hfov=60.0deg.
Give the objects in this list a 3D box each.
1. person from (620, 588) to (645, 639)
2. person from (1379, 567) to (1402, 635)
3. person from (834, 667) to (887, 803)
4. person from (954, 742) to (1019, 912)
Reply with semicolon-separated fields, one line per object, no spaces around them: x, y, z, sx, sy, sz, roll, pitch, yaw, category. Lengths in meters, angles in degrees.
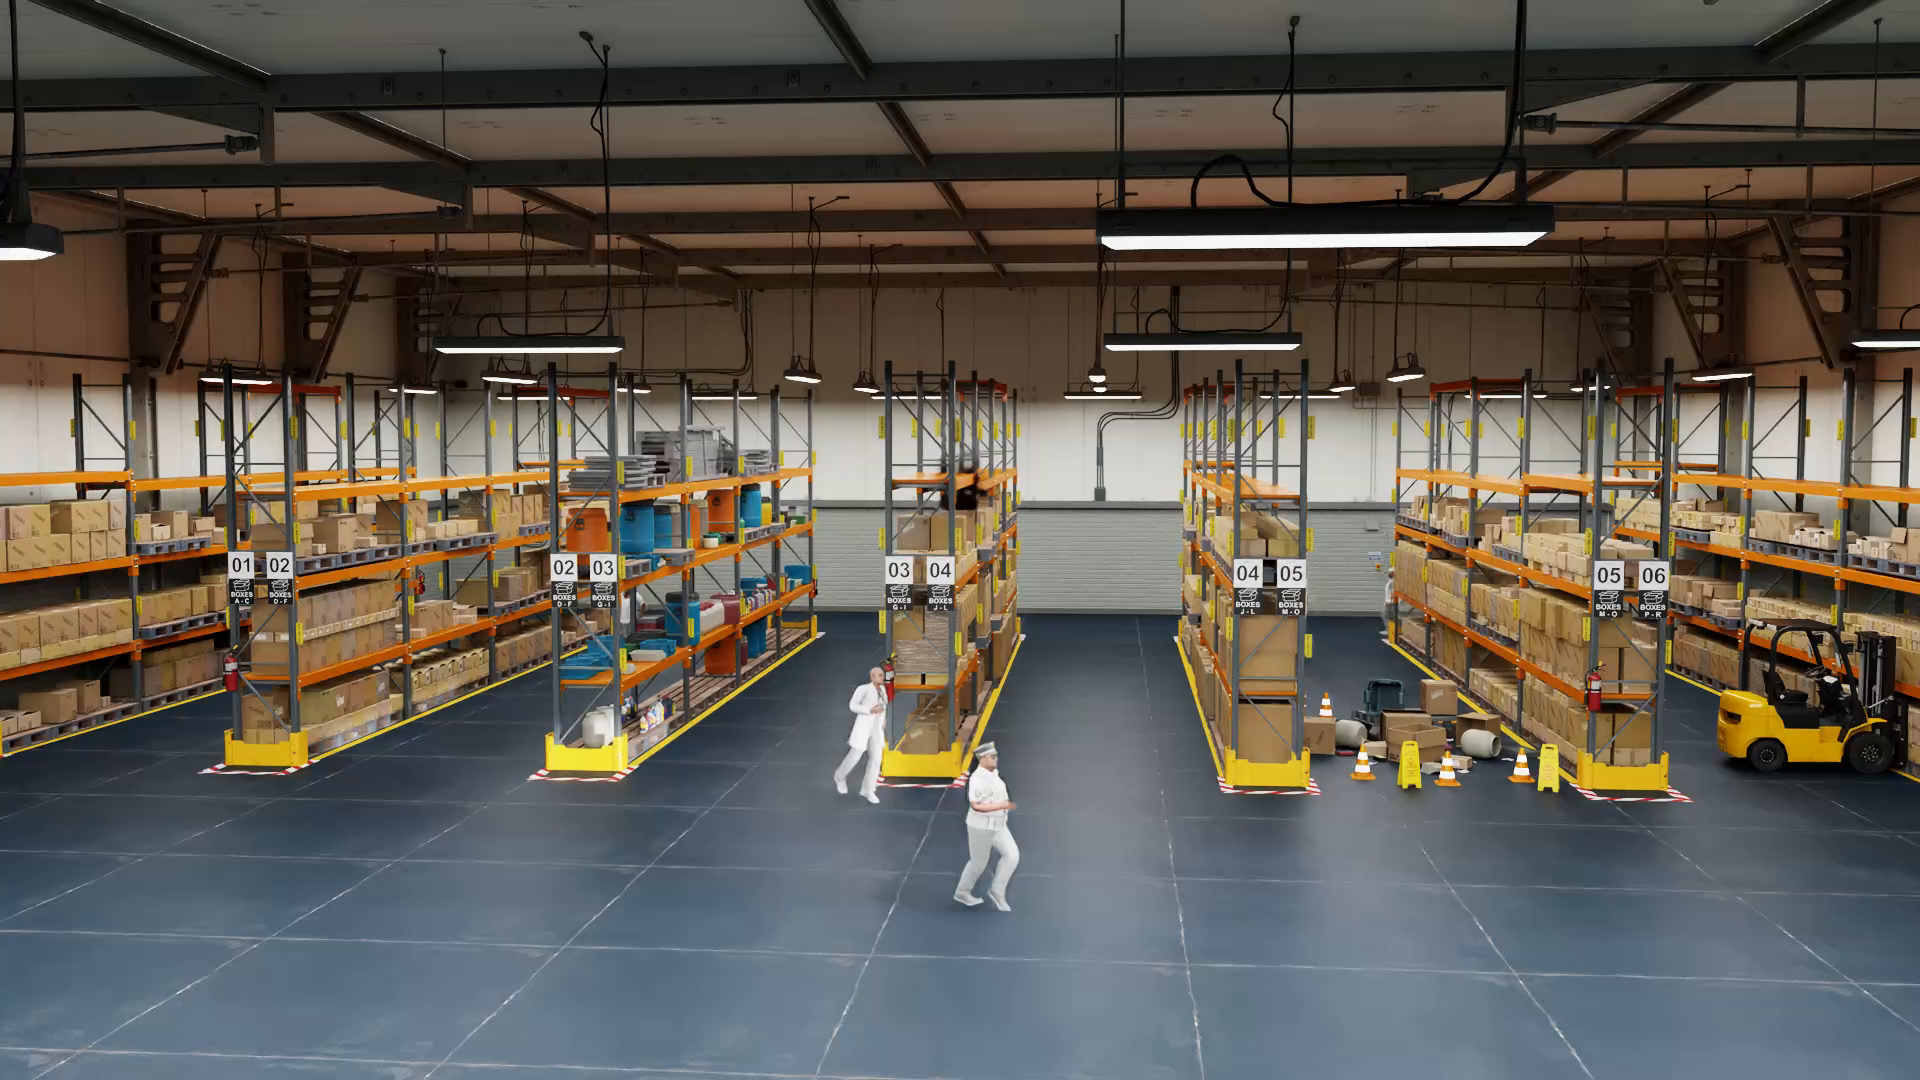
-7.115;1.774;35.665;0.700;1.772;0.963;0;4;-6;person
10.532;1.487;40.452;0.694;1.712;0.730;1;4;21;person
-1.227;2.627;22.759;0.715;1.773;0.983;-3;5;-37;person
0.296;2.999;17.274;0.767;1.839;0.638;2;4;30;person
